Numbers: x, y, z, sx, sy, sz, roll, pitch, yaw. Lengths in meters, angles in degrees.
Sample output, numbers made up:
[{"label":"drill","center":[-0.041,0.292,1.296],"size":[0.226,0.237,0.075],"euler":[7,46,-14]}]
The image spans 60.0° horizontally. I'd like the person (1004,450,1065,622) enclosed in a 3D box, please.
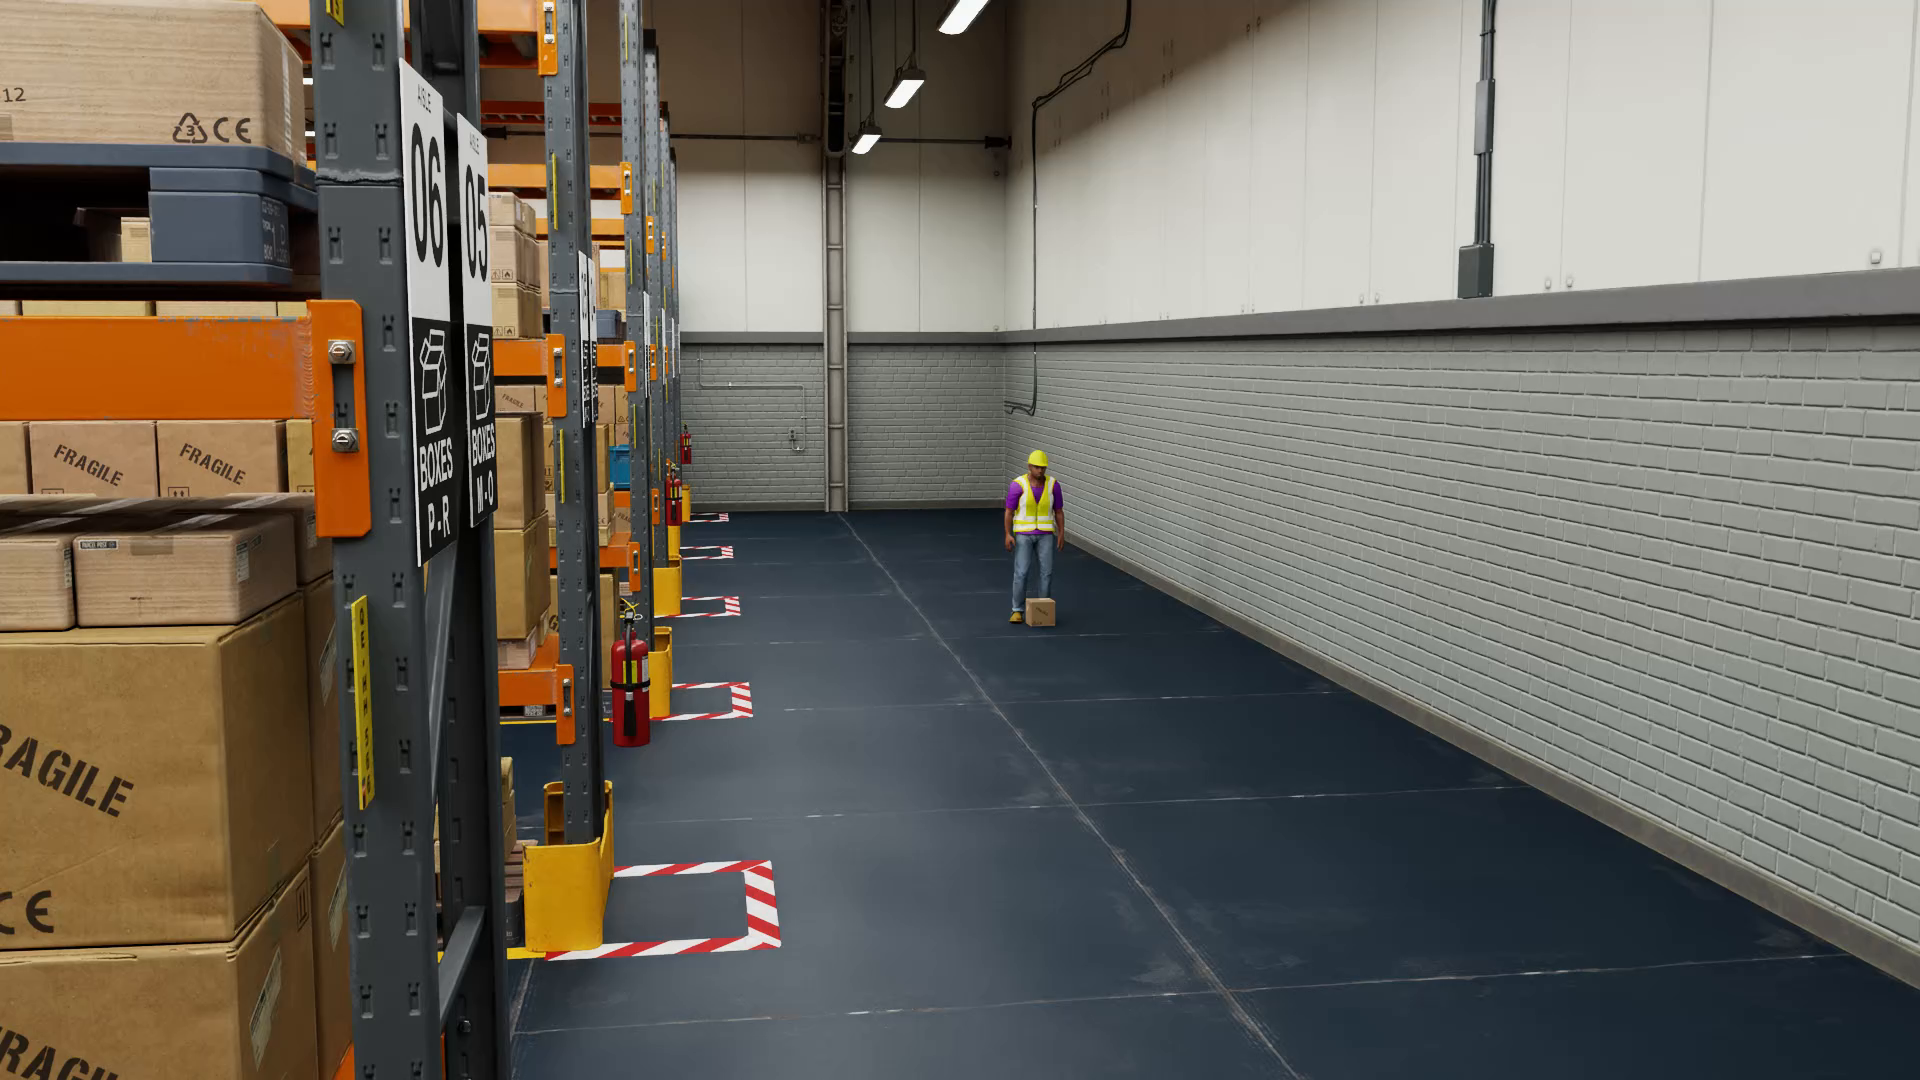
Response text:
[{"label":"person","center":[0.765,-0.042,17.003],"size":[0.627,1.761,0.456],"euler":[-1,7,-8]}]
